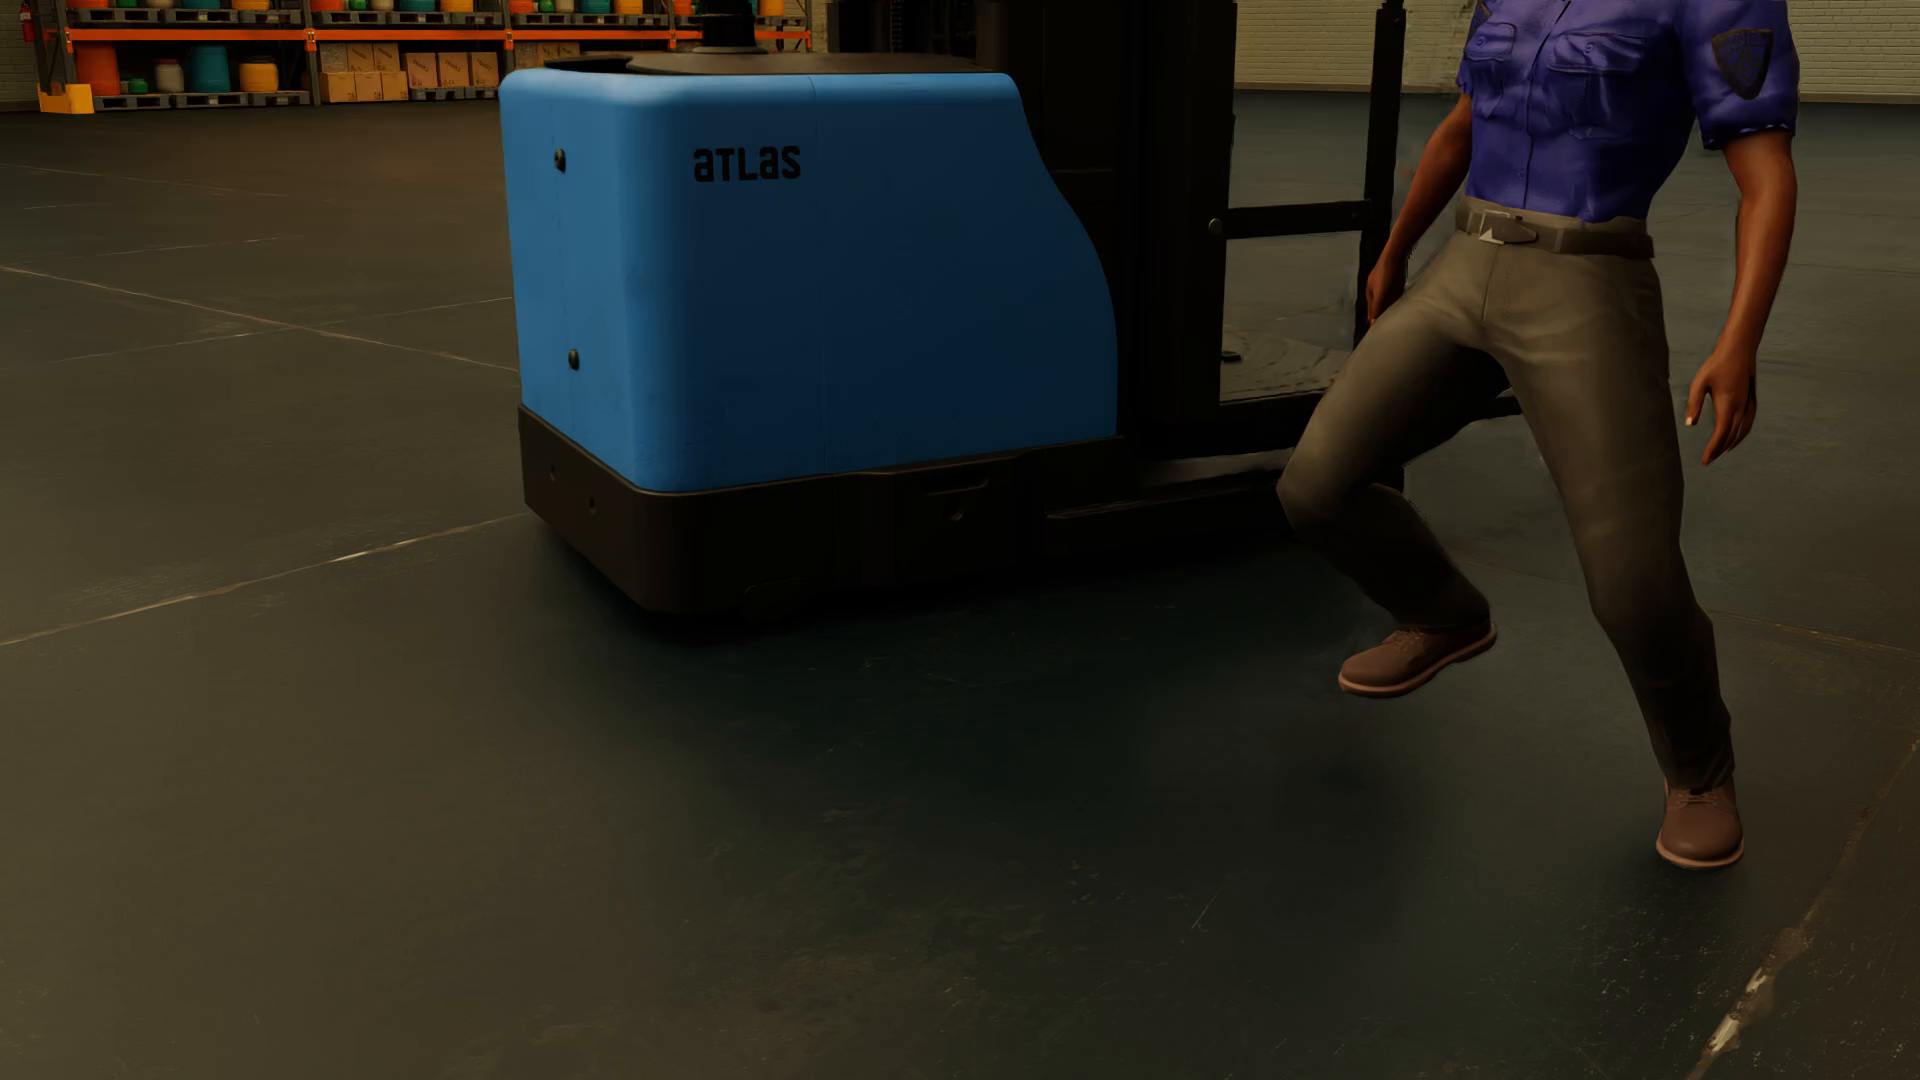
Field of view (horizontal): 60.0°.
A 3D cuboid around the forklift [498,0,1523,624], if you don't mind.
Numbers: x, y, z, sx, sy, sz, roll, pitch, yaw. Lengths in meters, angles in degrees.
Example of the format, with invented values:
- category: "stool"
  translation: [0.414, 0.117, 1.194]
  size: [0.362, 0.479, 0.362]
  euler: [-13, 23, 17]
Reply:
- category: "forklift"
  translation: [0.492, -1.524, 3.915]
  size: [3.031, 2.935, 1.130]
  euler: [-9, 19, -27]

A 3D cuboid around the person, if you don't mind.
- category: "person"
  translation: [0.861, -0.348, 2.445]
  size: [0.536, 1.565, 0.836]
  euler: [-9, 19, -26]
